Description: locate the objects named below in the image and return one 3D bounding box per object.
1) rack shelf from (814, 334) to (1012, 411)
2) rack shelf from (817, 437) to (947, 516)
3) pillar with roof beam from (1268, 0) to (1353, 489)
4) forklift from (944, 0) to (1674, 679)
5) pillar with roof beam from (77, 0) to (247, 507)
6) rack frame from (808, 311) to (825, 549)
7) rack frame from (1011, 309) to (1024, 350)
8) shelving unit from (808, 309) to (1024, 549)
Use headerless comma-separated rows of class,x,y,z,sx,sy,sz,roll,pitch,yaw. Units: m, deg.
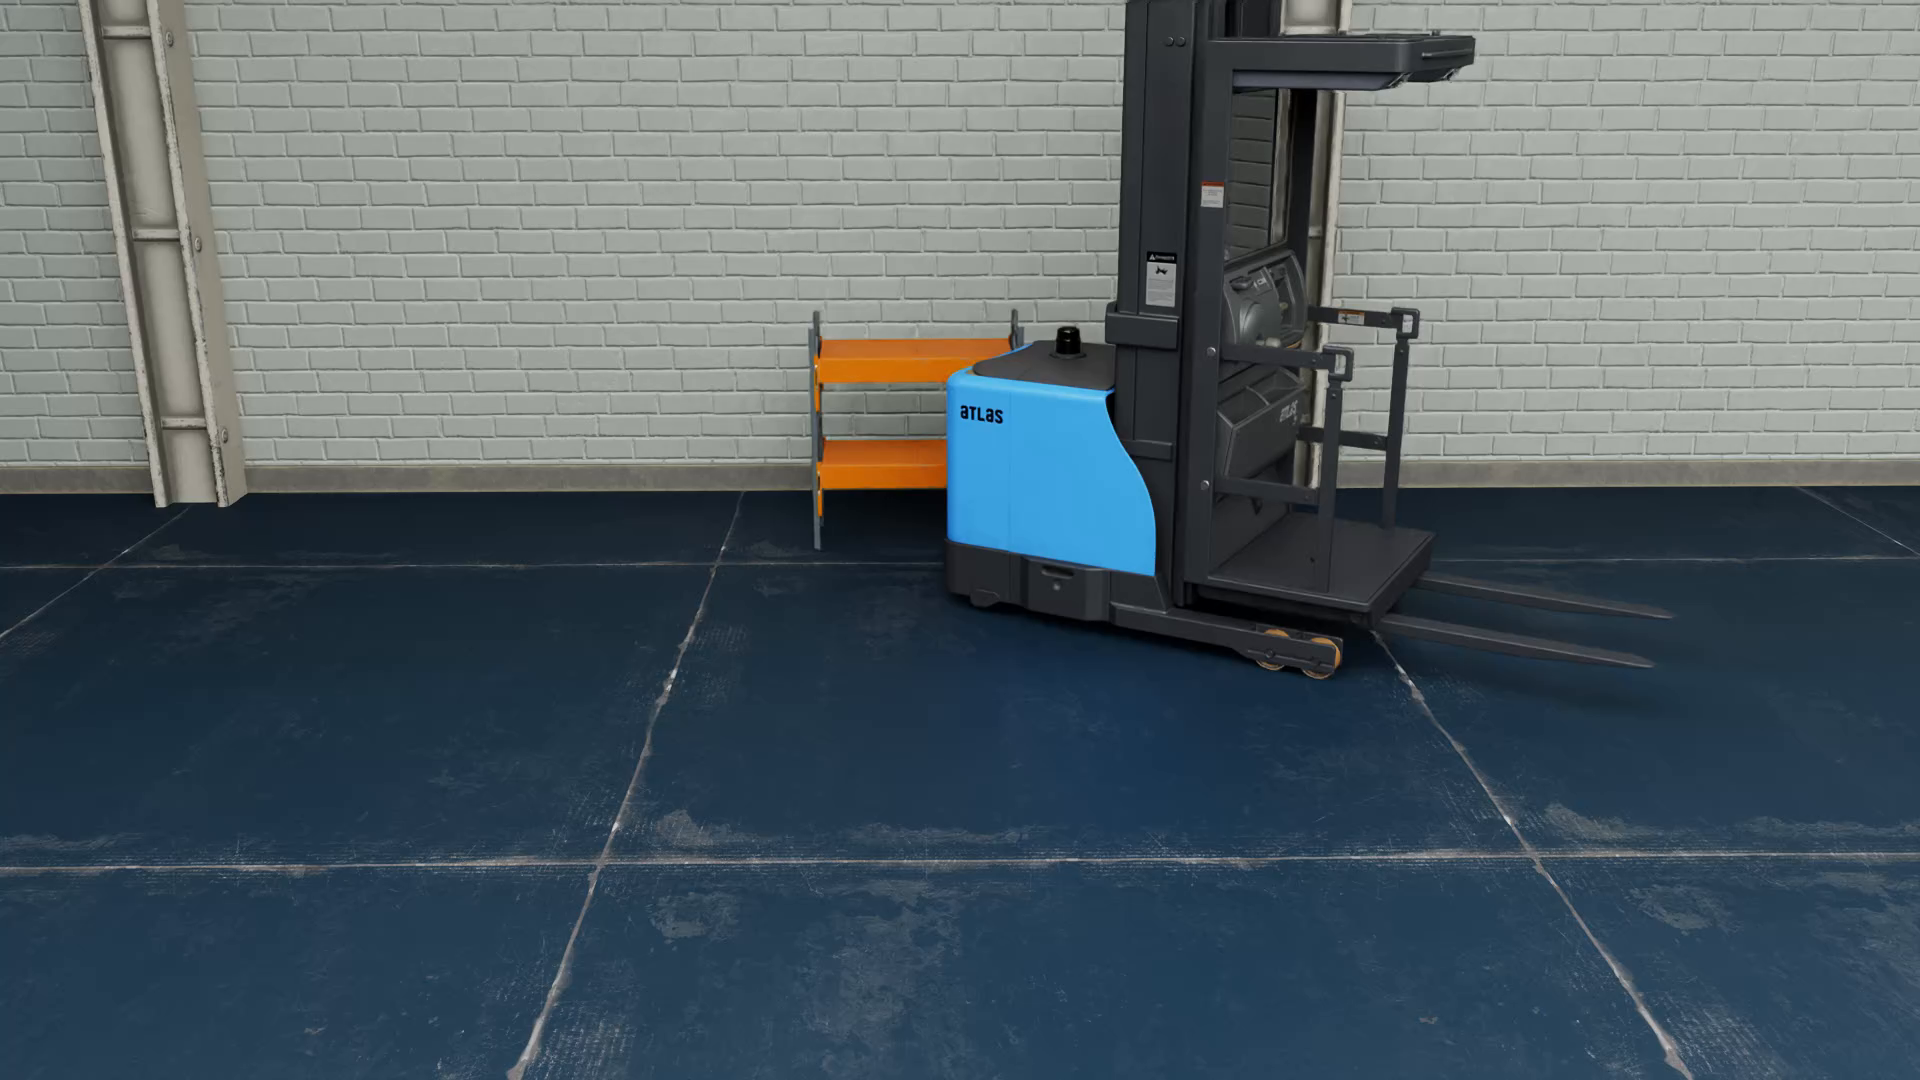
rack shelf,-0.221,-0.849,8.395,1.000,0.278,0.538,-1,18,-2
rack shelf,-0.221,-0.338,8.559,1.000,0.278,0.538,-1,18,-2
pillar with roof beam,1.853,-3.227,3.876,0.400,9.000,9.100,0,18,-1
forklift,1.465,-1.014,6.911,3.031,2.935,1.130,10,20,28
pillar with roof beam,-4.146,-3.198,3.786,0.400,9.000,9.100,0,18,-1
rack frame,-0.729,-0.565,8.468,0.032,1.125,0.500,-1,18,-2
rack frame,0.288,-0.576,8.501,0.032,1.125,0.500,-1,18,-2
shelving unit,-0.221,-0.571,8.485,1.048,1.125,0.538,-1,18,-2
